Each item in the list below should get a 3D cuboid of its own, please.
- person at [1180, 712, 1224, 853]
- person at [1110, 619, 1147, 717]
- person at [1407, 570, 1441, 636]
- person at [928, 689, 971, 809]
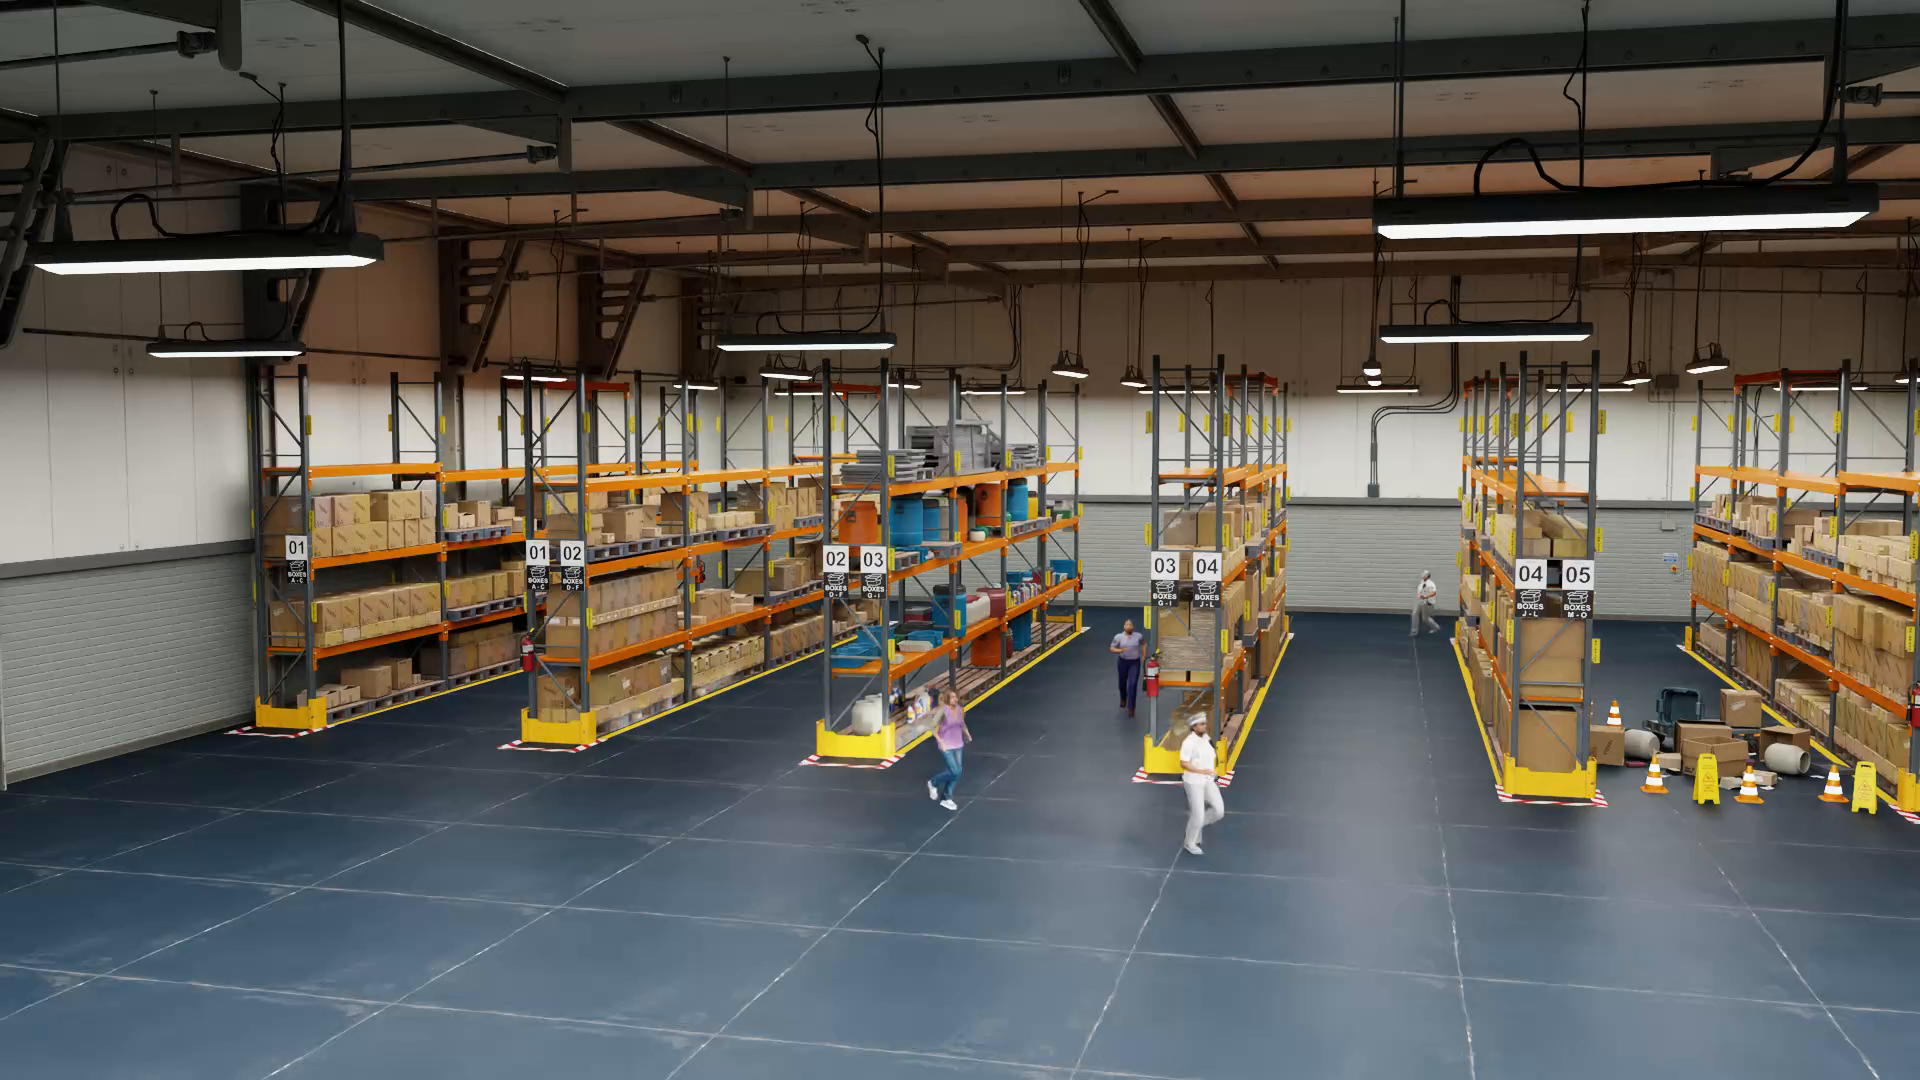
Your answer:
[{"bbox_3d":[2.835,2.832,19.407,0.624,1.666,0.537,-3,5,-41],"label":"person"},{"bbox_3d":[2.914,2.177,28.769,0.637,1.638,0.907,0,4,4],"label":"person"},{"bbox_3d":[11.076,1.523,39.339,0.764,1.655,0.743,-1,4,-12],"label":"person"},{"bbox_3d":[-0.118,2.734,21.779,0.527,1.560,0.569,-3,5,-41],"label":"person"}]
